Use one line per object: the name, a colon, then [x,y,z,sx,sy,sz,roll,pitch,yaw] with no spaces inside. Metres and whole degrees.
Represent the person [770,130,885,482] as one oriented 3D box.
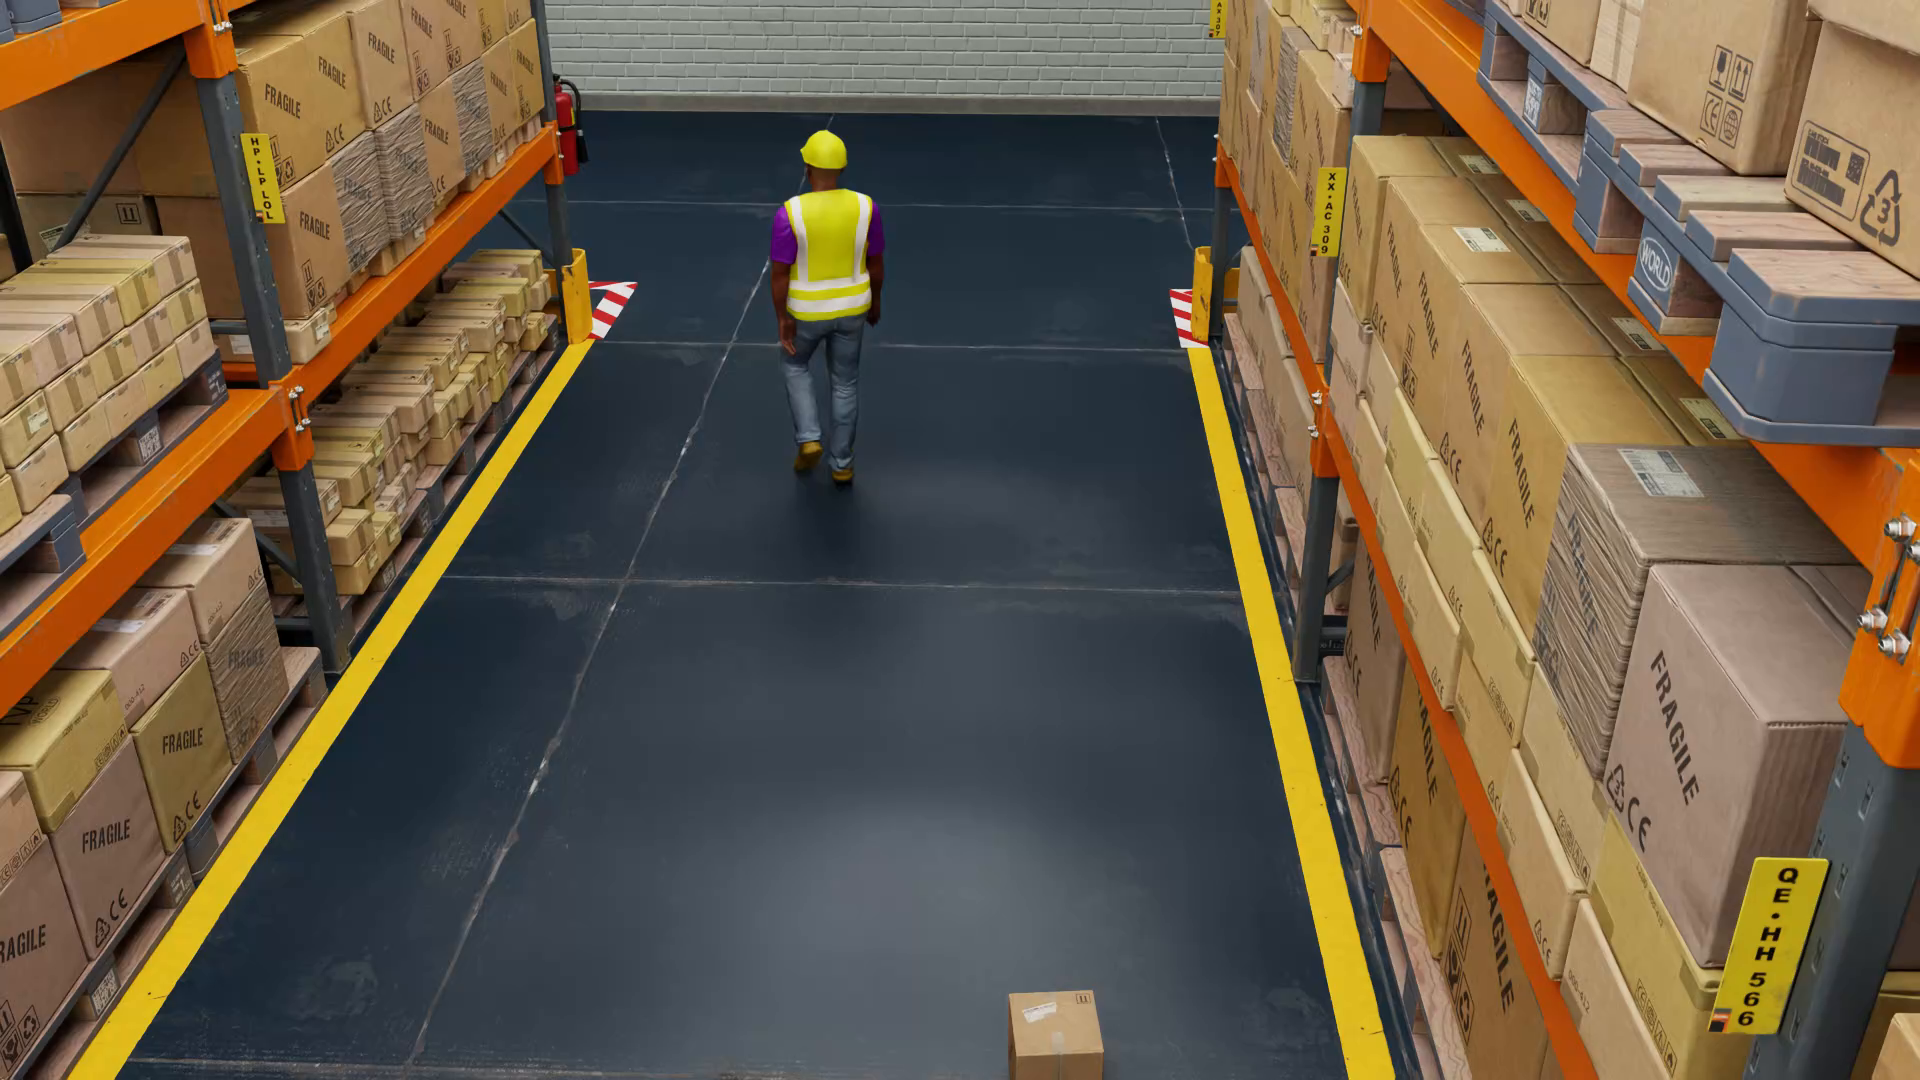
person: [-0.662,-1.146,8.249,0.580,1.794,0.476,-7,29,-13]
